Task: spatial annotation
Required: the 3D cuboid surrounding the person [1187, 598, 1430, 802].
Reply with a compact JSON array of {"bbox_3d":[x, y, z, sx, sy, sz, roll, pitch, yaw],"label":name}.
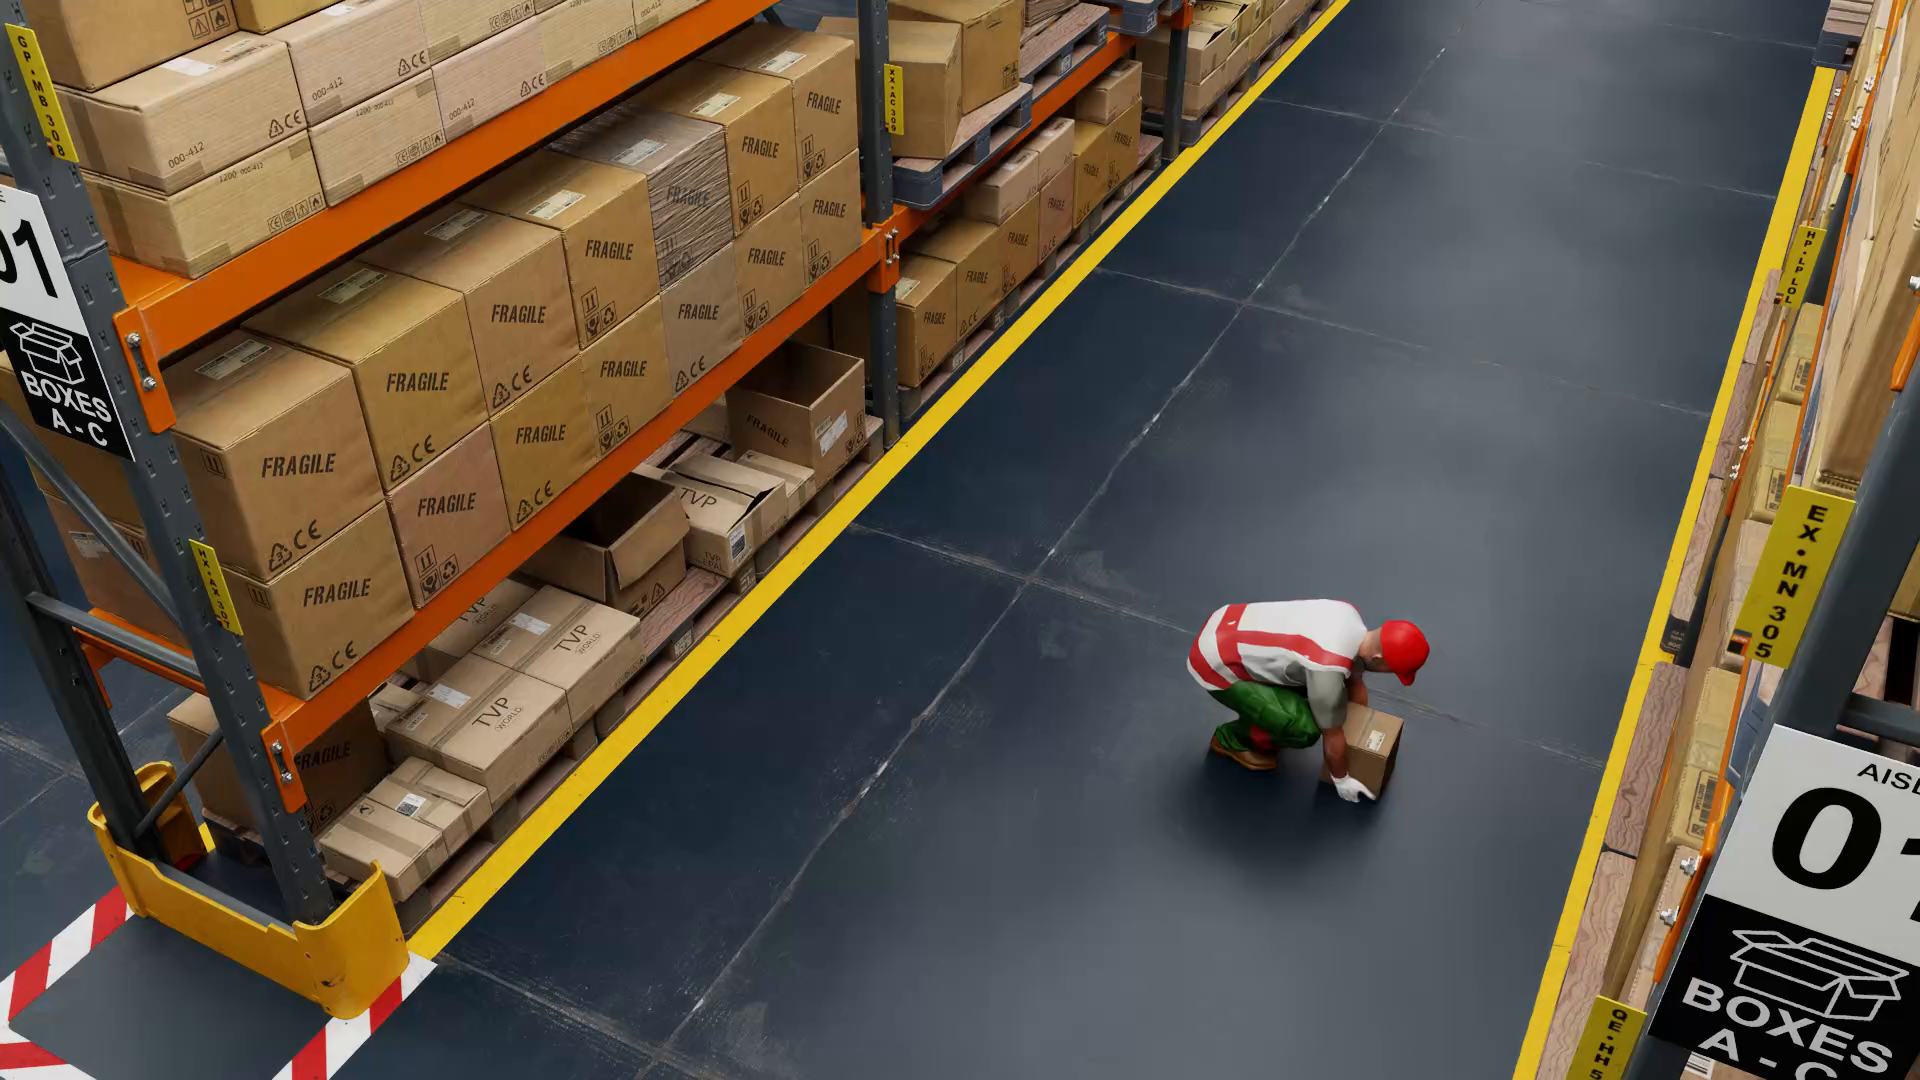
[{"bbox_3d":[1.399,0.610,6.837,0.923,0.878,0.545,17,41,21],"label":"person"}]
